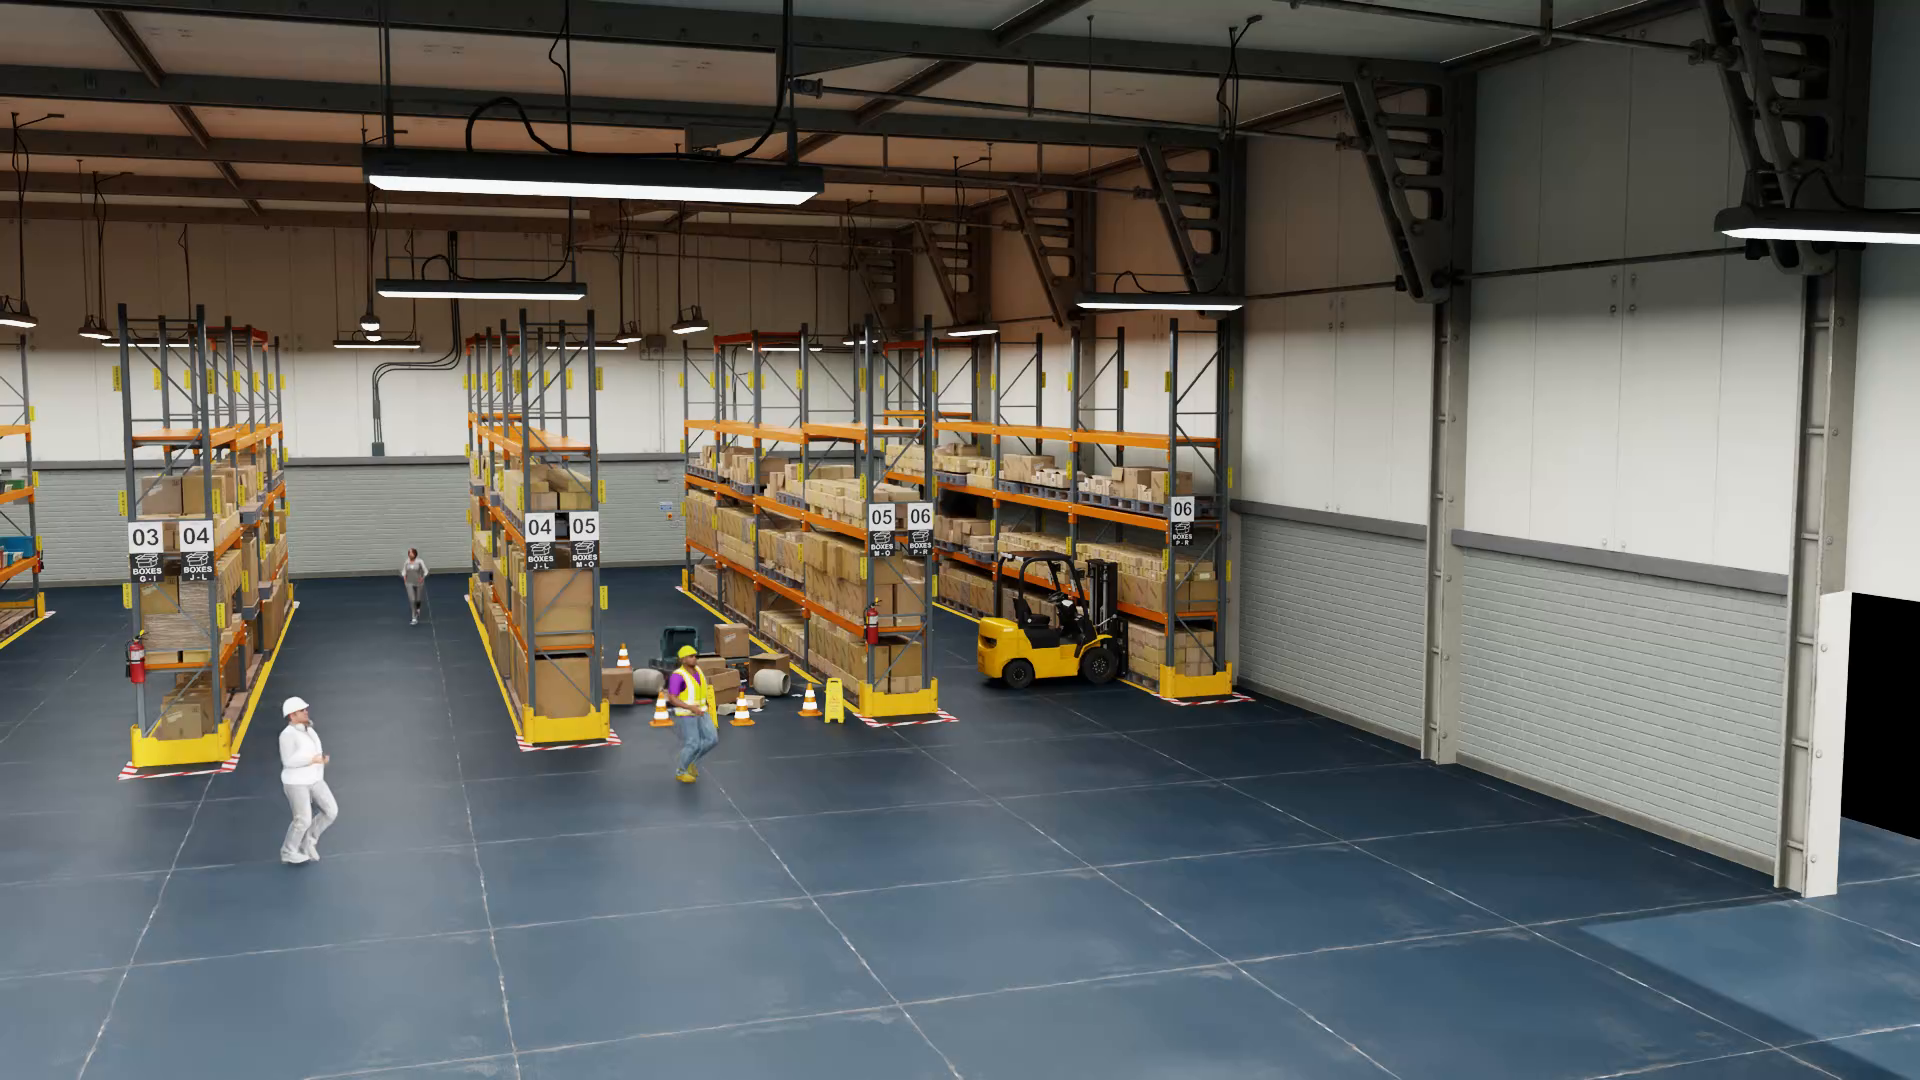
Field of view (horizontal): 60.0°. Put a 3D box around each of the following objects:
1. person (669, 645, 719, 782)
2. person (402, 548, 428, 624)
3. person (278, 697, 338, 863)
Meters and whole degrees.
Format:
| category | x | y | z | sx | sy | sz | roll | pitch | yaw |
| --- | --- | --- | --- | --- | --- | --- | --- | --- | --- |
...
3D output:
| category | x | y | z | sx | sy | sz | roll | pitch | yaw |
| --- | --- | --- | --- | --- | --- | --- | --- | --- | --- |
| person | -3.325 | 2.170 | 20.803 | 0.566 | 1.721 | 0.712 | 3 | 6 | 30 |
| person | -11.361 | 0.948 | 34.663 | 0.535 | 1.579 | 0.594 | -1 | 5 | -9 |
| person | -6.749 | 2.500 | 17.226 | 0.647 | 1.767 | 0.642 | 1 | 6 | 10 |
